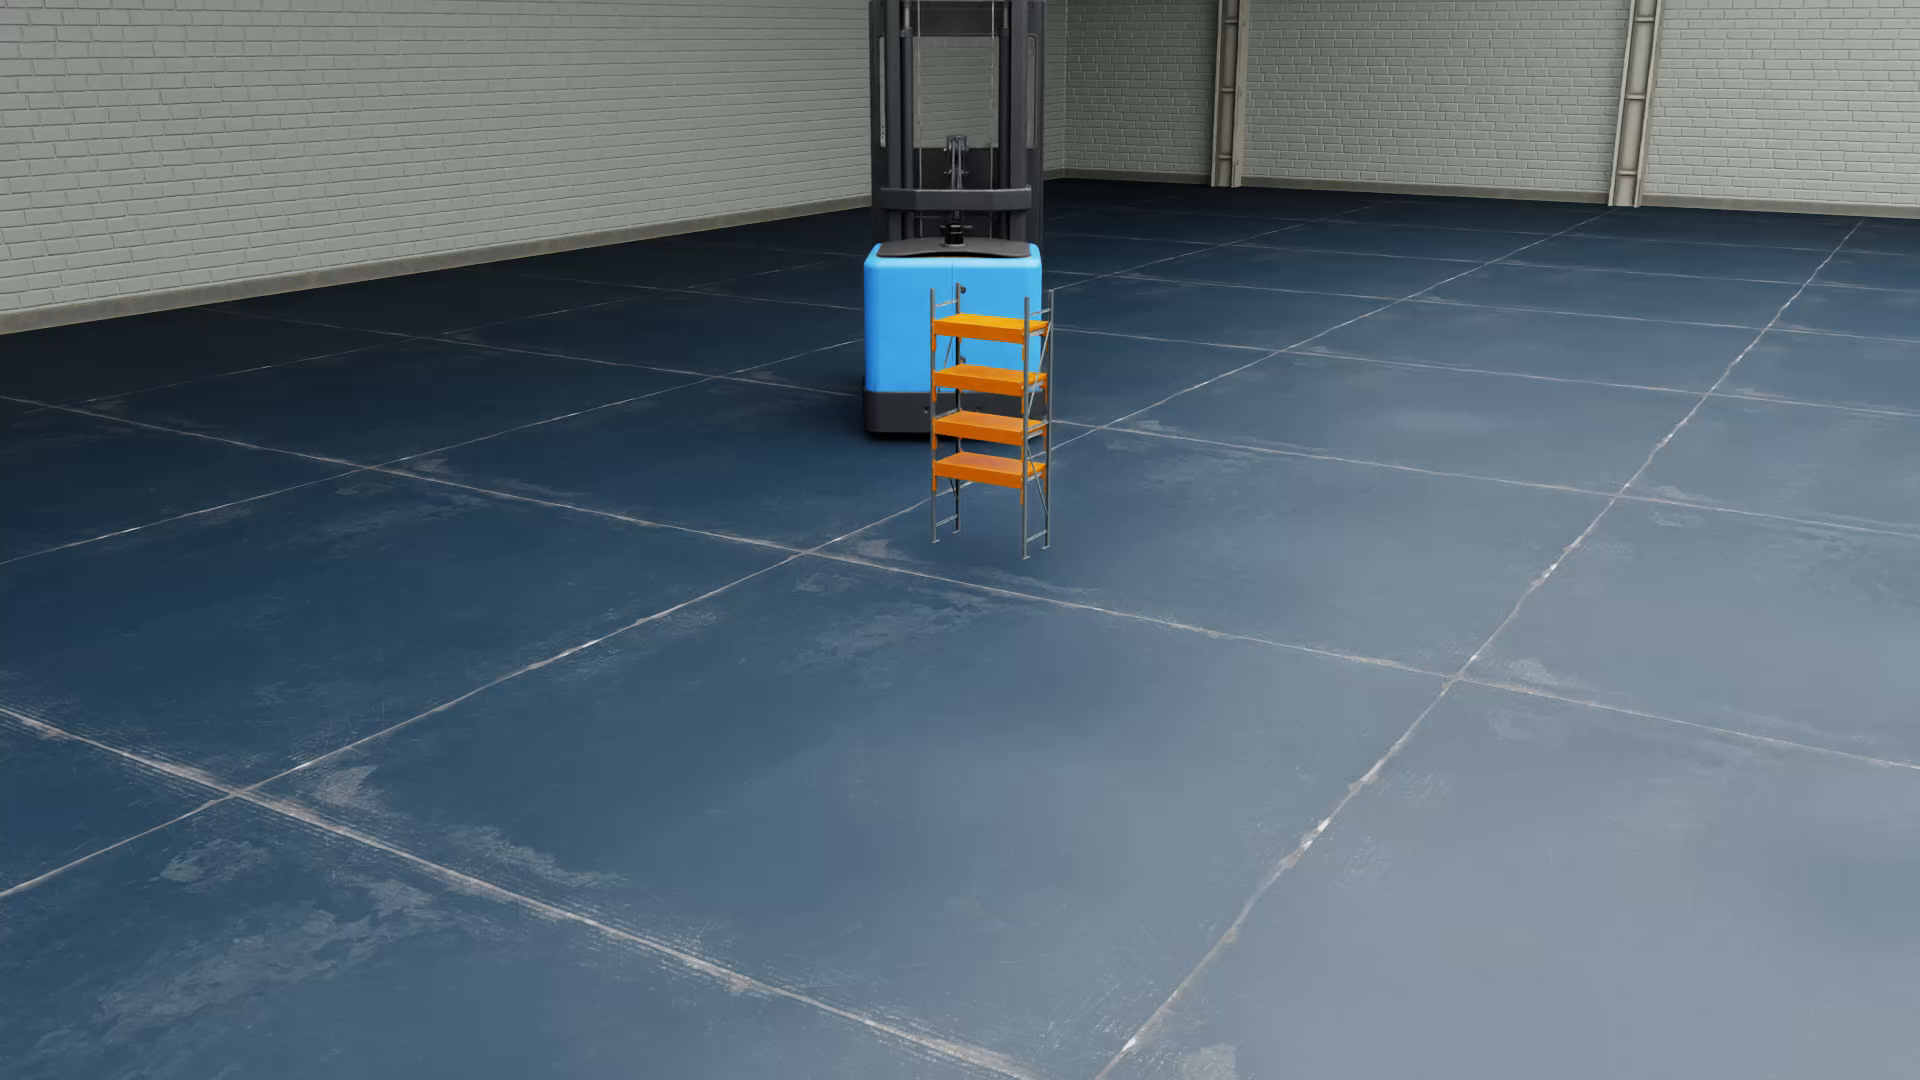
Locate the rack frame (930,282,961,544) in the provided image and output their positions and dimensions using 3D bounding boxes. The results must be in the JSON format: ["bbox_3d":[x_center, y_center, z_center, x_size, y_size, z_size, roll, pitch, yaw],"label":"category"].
[{"bbox_3d":[-0.067,-0.586,7.746,0.015,1.200,0.240,10,20,30],"label":"rack frame"}]

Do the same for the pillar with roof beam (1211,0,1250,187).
[{"bbox_3d":[1.961,-8.845,21.517,0.400,9.000,9.100,10,20,30],"label":"pillar with roof beam"}]

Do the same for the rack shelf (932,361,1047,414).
[{"bbox_3d":[0.141,-0.699,7.578,0.480,0.148,0.258,10,20,30],"label":"rack shelf"}]

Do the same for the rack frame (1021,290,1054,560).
[{"bbox_3d":[0.349,-0.512,7.502,0.015,1.200,0.240,10,20,30],"label":"rack frame"}]

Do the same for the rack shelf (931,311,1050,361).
[{"bbox_3d":[0.141,-0.925,7.510,0.480,0.148,0.258,10,20,30],"label":"rack shelf"}]

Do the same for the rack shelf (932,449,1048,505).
[{"bbox_3d":[0.141,-0.295,7.701,0.480,0.148,0.258,10,20,30],"label":"rack shelf"}]

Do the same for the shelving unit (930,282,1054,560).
[{"bbox_3d":[0.141,-0.549,7.624,0.503,1.200,0.258,10,20,30],"label":"shelving unit"}]

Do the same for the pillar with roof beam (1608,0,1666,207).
[{"bbox_3d":[7.073,-7.933,18.513,0.400,9.000,9.100,10,20,30],"label":"pillar with roof beam"}]

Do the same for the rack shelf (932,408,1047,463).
[{"bbox_3d":[0.141,-0.485,7.643,0.480,0.148,0.258,10,20,30],"label":"rack shelf"}]

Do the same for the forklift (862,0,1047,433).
[{"bbox_3d":[-0.011,-2.397,10.729,1.130,2.935,3.031,0,17,1],"label":"forklift"}]
